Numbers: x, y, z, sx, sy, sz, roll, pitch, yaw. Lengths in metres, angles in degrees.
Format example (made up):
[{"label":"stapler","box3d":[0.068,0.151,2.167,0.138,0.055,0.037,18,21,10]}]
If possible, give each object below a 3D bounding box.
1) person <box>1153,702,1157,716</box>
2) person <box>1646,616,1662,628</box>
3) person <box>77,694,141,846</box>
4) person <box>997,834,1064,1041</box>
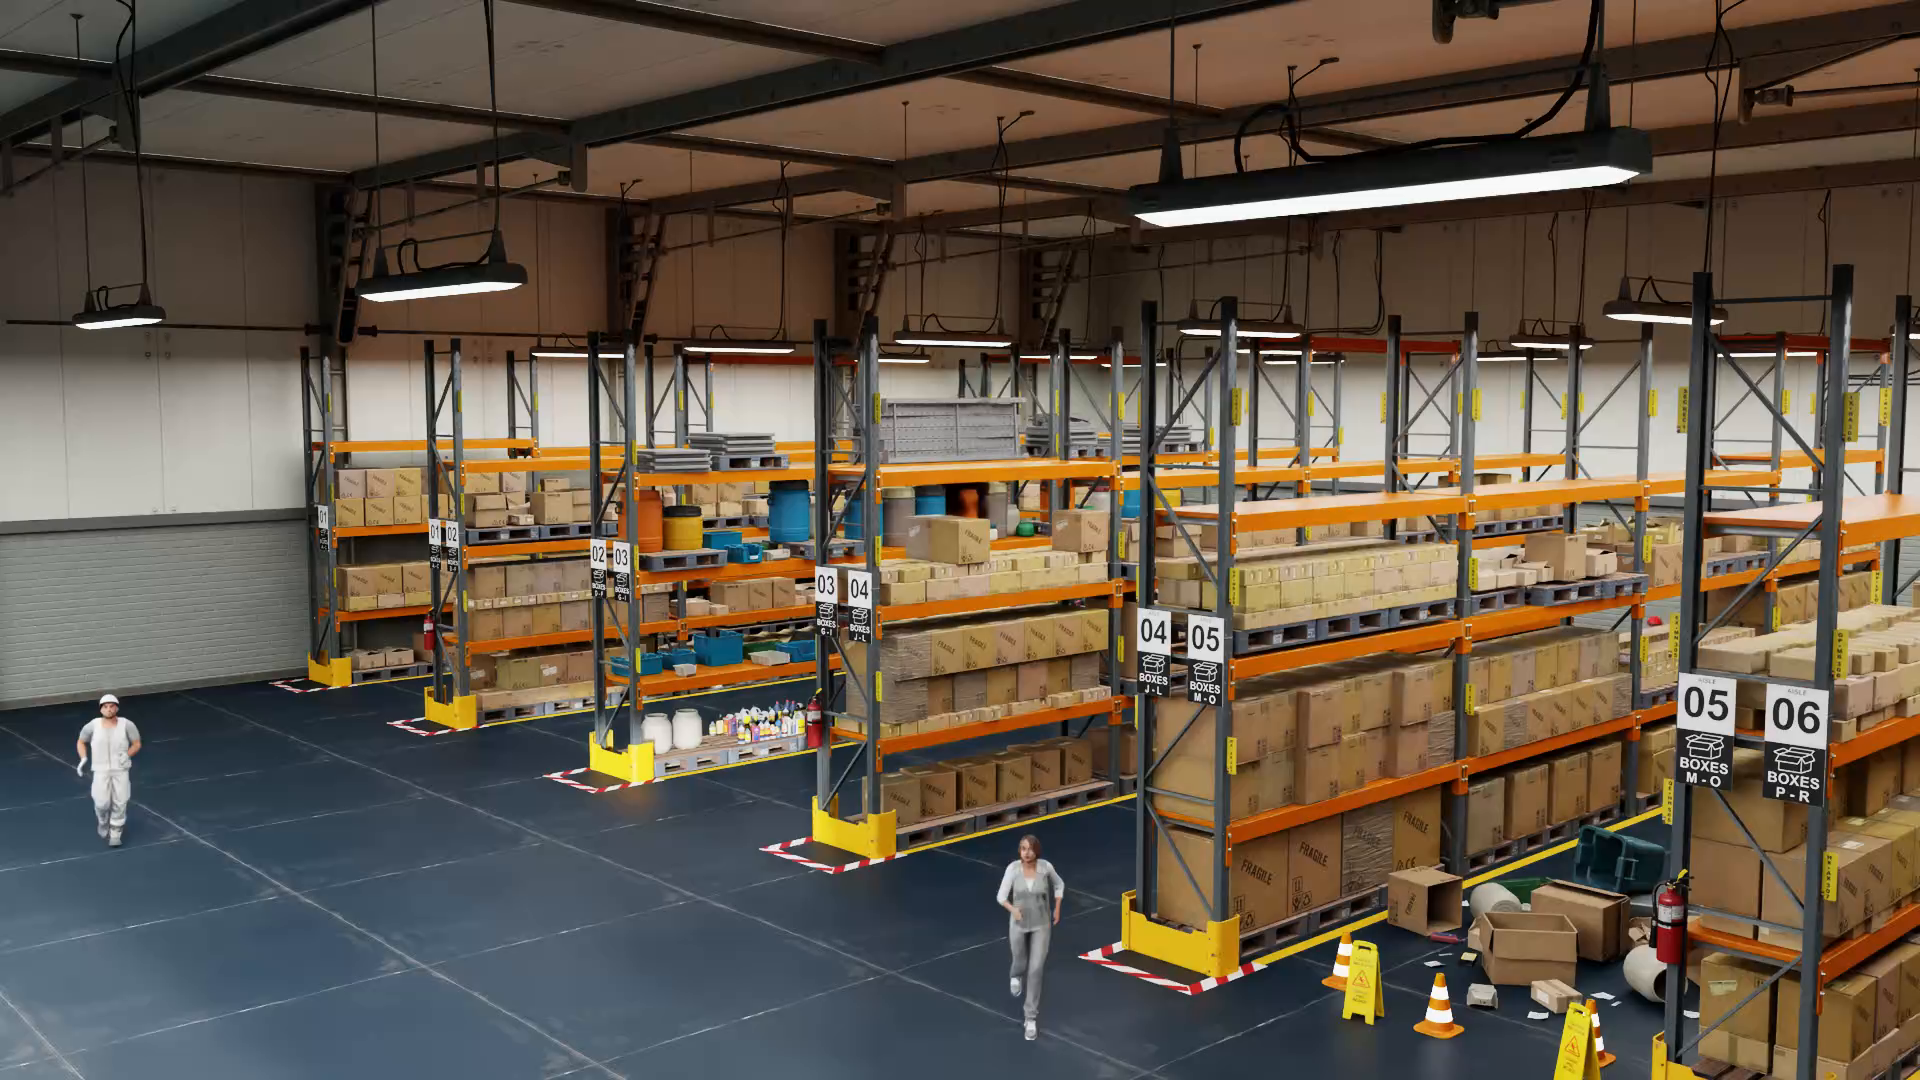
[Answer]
[{"label":"person","box3d":[2.879,1.846,24.503,0.714,1.745,0.611,4,6,36]},{"label":"person","box3d":[10.835,2.032,25.684,1.137,1.773,0.659,-4,7,-40]},{"label":"person","box3d":[-9.655,2.629,18.898,0.653,1.741,0.578,-3,6,-27]},{"label":"person","box3d":[0.580,3.179,13.646,0.550,1.598,0.859,0,5,4]}]
